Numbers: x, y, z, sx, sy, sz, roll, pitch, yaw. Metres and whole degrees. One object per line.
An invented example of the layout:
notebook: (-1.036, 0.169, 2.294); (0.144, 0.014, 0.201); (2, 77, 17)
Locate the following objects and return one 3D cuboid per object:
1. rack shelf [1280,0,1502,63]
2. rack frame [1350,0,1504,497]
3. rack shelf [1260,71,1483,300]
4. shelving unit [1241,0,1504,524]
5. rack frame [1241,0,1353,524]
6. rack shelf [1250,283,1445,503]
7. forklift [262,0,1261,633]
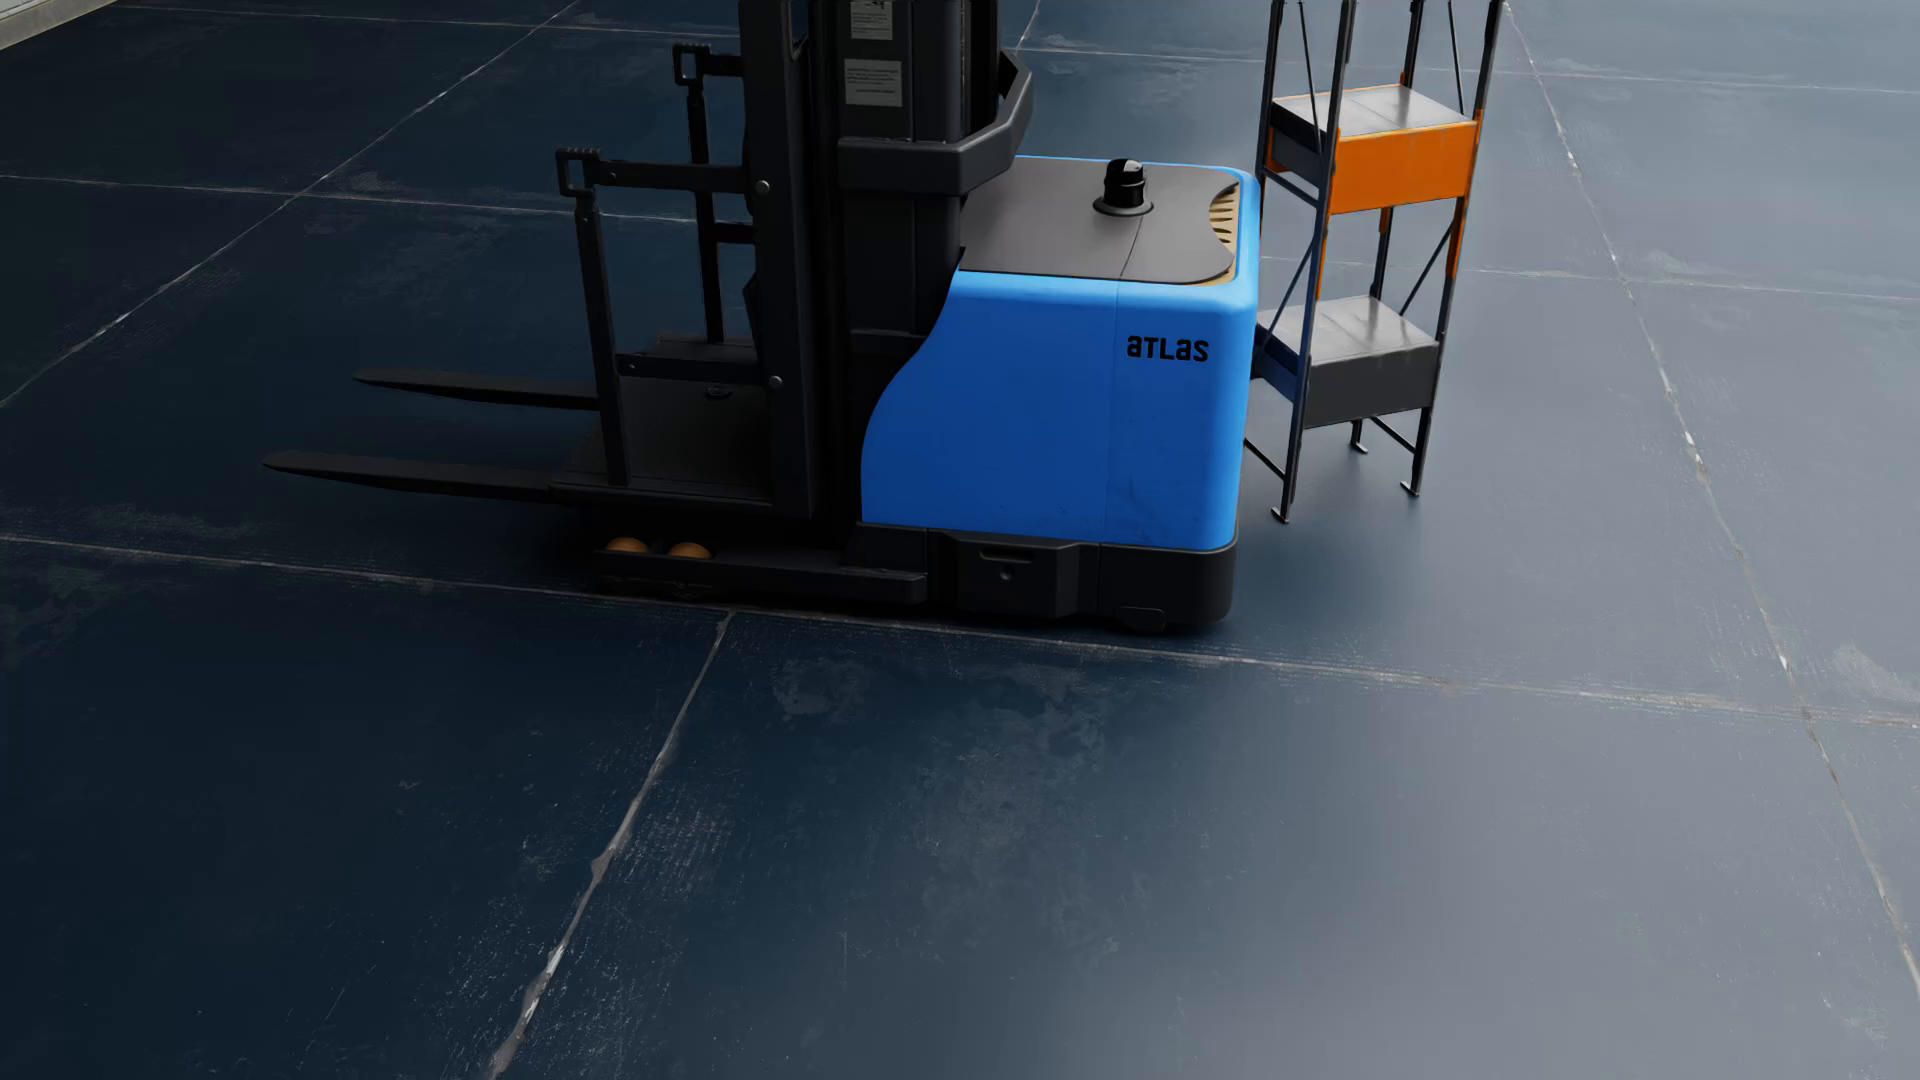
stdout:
rack shelf: (1.210, -1.668, 4.642); (0.480, 0.518, 0.431); (-11, 34, -17)
rack frame: (1.437, -1.131, 5.078); (0.015, 2.100, 0.400); (-11, 34, -17)
rack shelf: (1.209, -1.075, 5.013); (0.480, 0.518, 0.431); (-11, 34, -17)
shelving unit: (1.209, -1.086, 5.006); (0.503, 2.100, 0.431); (-11, 34, -17)
rack frame: (0.980, -1.042, 4.934); (0.015, 2.100, 0.400); (-11, 34, -17)
rack shelf: (1.208, -0.482, 5.384); (0.480, 0.518, 0.431); (-11, 34, -17)
forklift: (-0.645, -1.337, 4.624); (3.031, 2.935, 1.130); (5, 32, 8)
